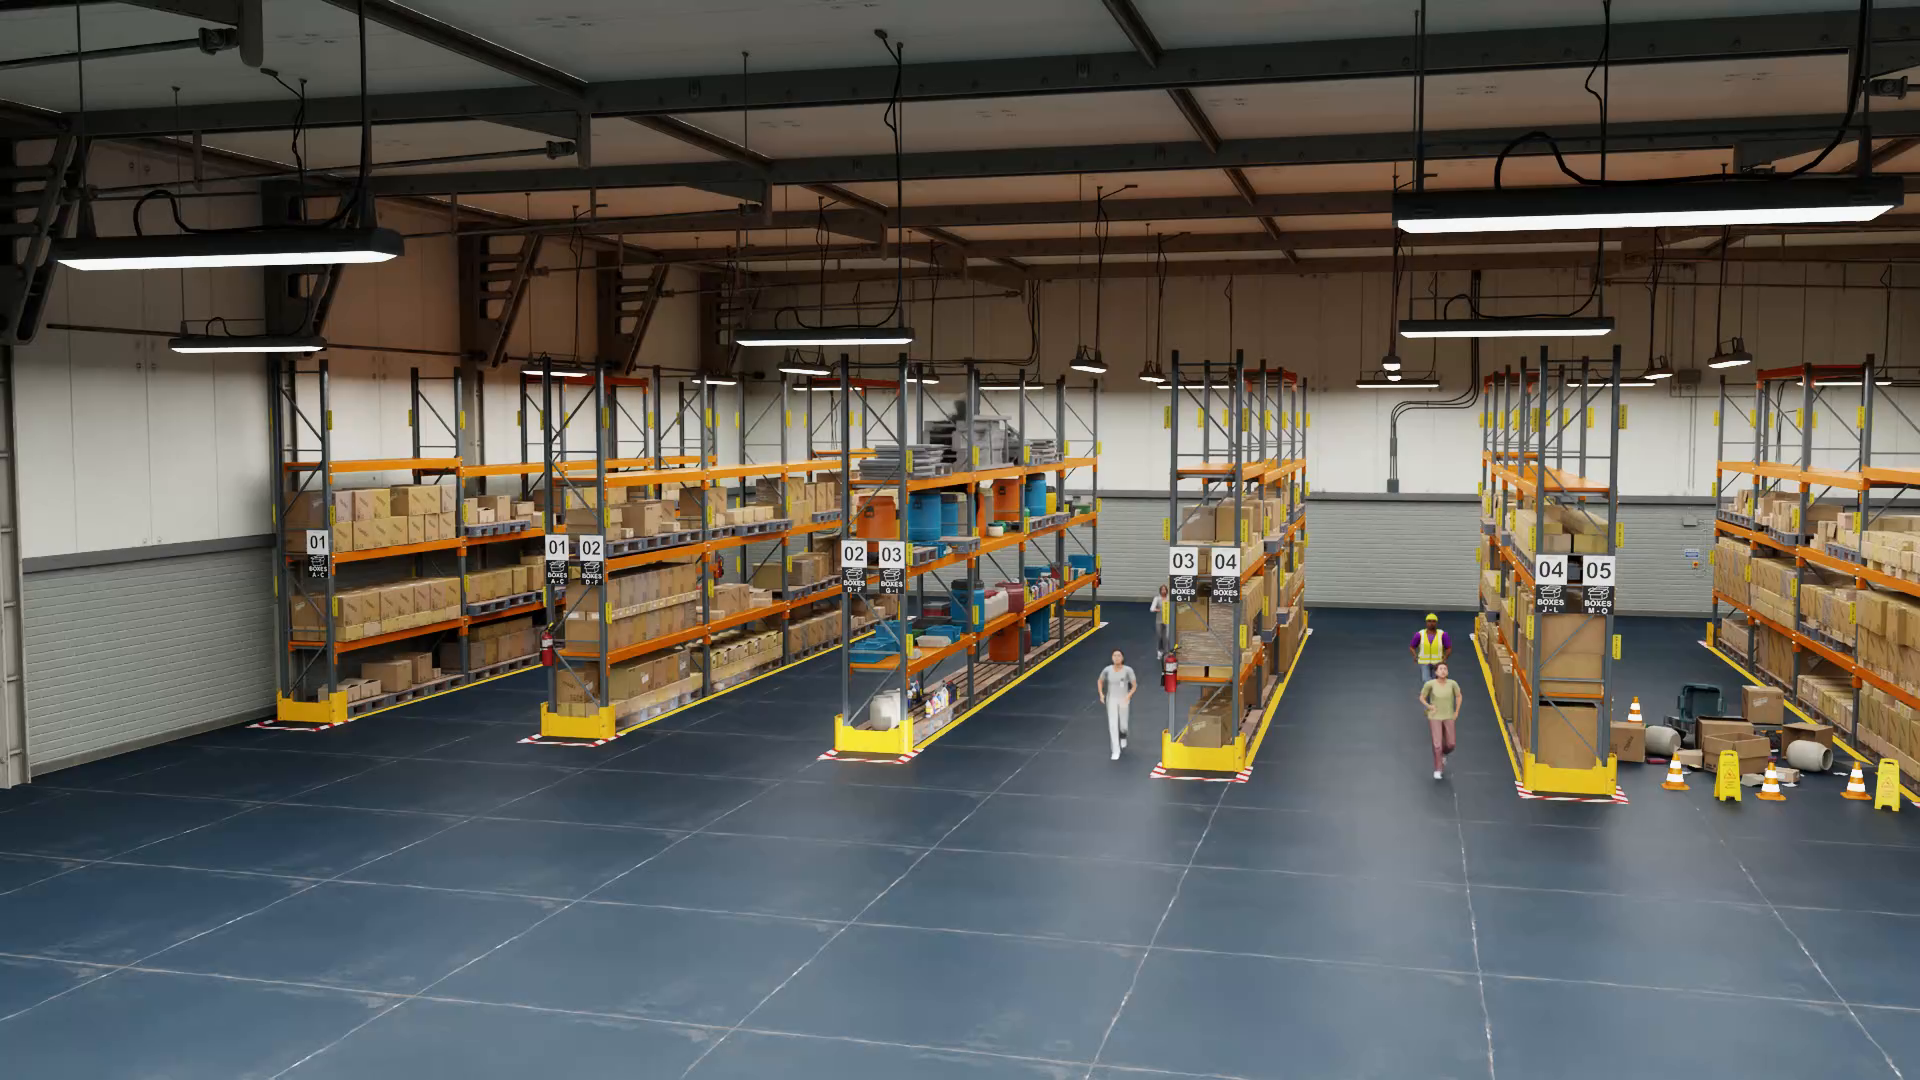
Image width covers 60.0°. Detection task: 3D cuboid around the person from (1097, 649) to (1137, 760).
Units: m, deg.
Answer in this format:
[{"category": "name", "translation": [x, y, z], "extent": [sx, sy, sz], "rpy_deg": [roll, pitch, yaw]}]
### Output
[{"category": "person", "translation": [2.331, 2.422, 24.757], "extent": [0.597, 1.615, 0.664], "rpy_deg": [1, 4, 11]}]

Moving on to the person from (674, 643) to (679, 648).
[{"category": "person", "translation": [-6.015, 1.705, 34.175], "extent": [0.659, 1.674, 0.622], "rpy_deg": [1, 4, 8]}]

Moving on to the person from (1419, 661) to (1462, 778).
[{"category": "person", "translation": [6.750, 2.513, 23.331], "extent": [0.602, 1.631, 0.554], "rpy_deg": [0, 4, 5]}]

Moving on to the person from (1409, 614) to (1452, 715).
[{"category": "person", "translation": [8.008, 2.108, 28.312], "extent": [0.698, 1.718, 0.610], "rpy_deg": [1, 4, 16]}]

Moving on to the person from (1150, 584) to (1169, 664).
[{"category": "person", "translation": [4.184, 1.722, 34.277], "extent": [0.537, 1.631, 0.793], "rpy_deg": [0, 4, 3]}]
